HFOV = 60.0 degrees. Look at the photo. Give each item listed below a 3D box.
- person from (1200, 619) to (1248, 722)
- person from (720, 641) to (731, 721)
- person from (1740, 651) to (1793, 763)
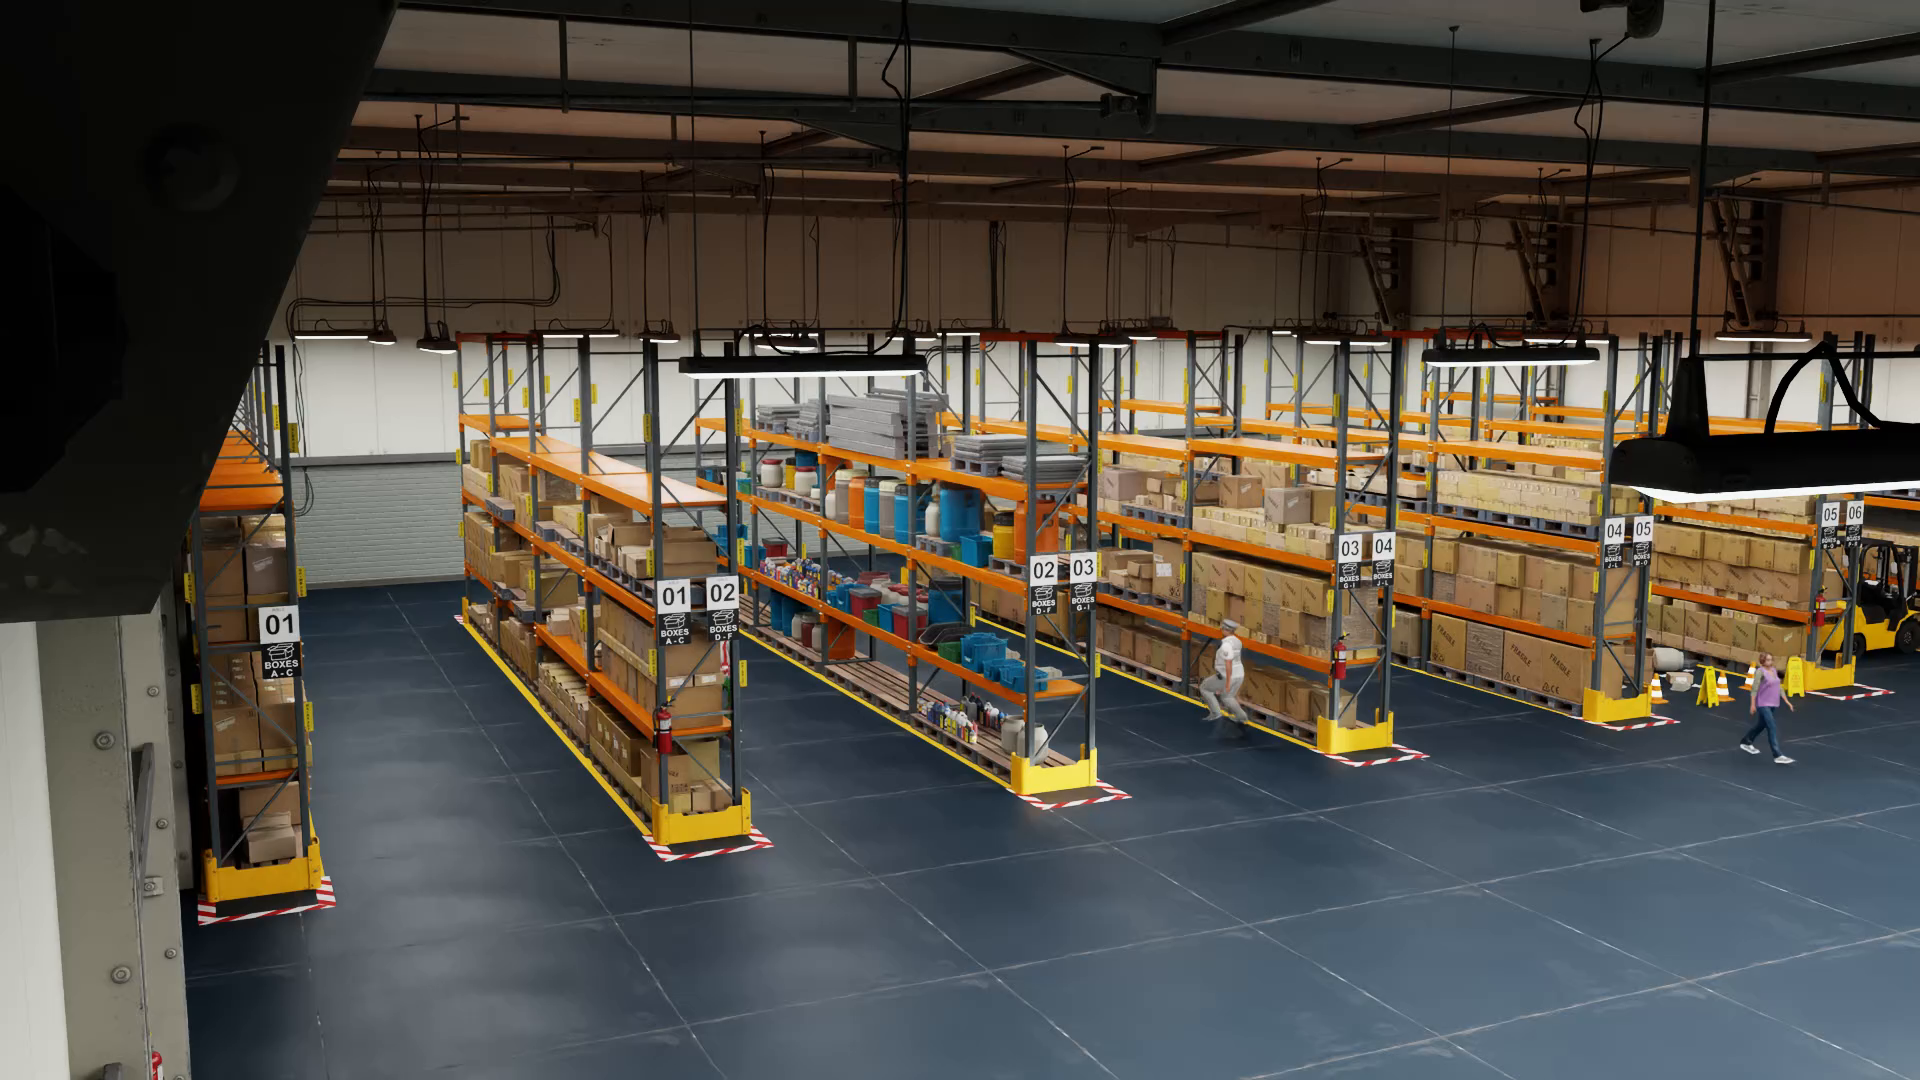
[{"bbox_3d":[4.036,1.970,24.946,0.549,1.582,0.748,-7,10,-40],"label":"person"},{"bbox_3d":[-3.605,1.916,25.021,0.588,1.536,0.648,1,8,7],"label":"person"},{"bbox_3d":[11.557,2.356,23.720,0.448,1.553,0.893,-4,9,-30],"label":"person"}]
